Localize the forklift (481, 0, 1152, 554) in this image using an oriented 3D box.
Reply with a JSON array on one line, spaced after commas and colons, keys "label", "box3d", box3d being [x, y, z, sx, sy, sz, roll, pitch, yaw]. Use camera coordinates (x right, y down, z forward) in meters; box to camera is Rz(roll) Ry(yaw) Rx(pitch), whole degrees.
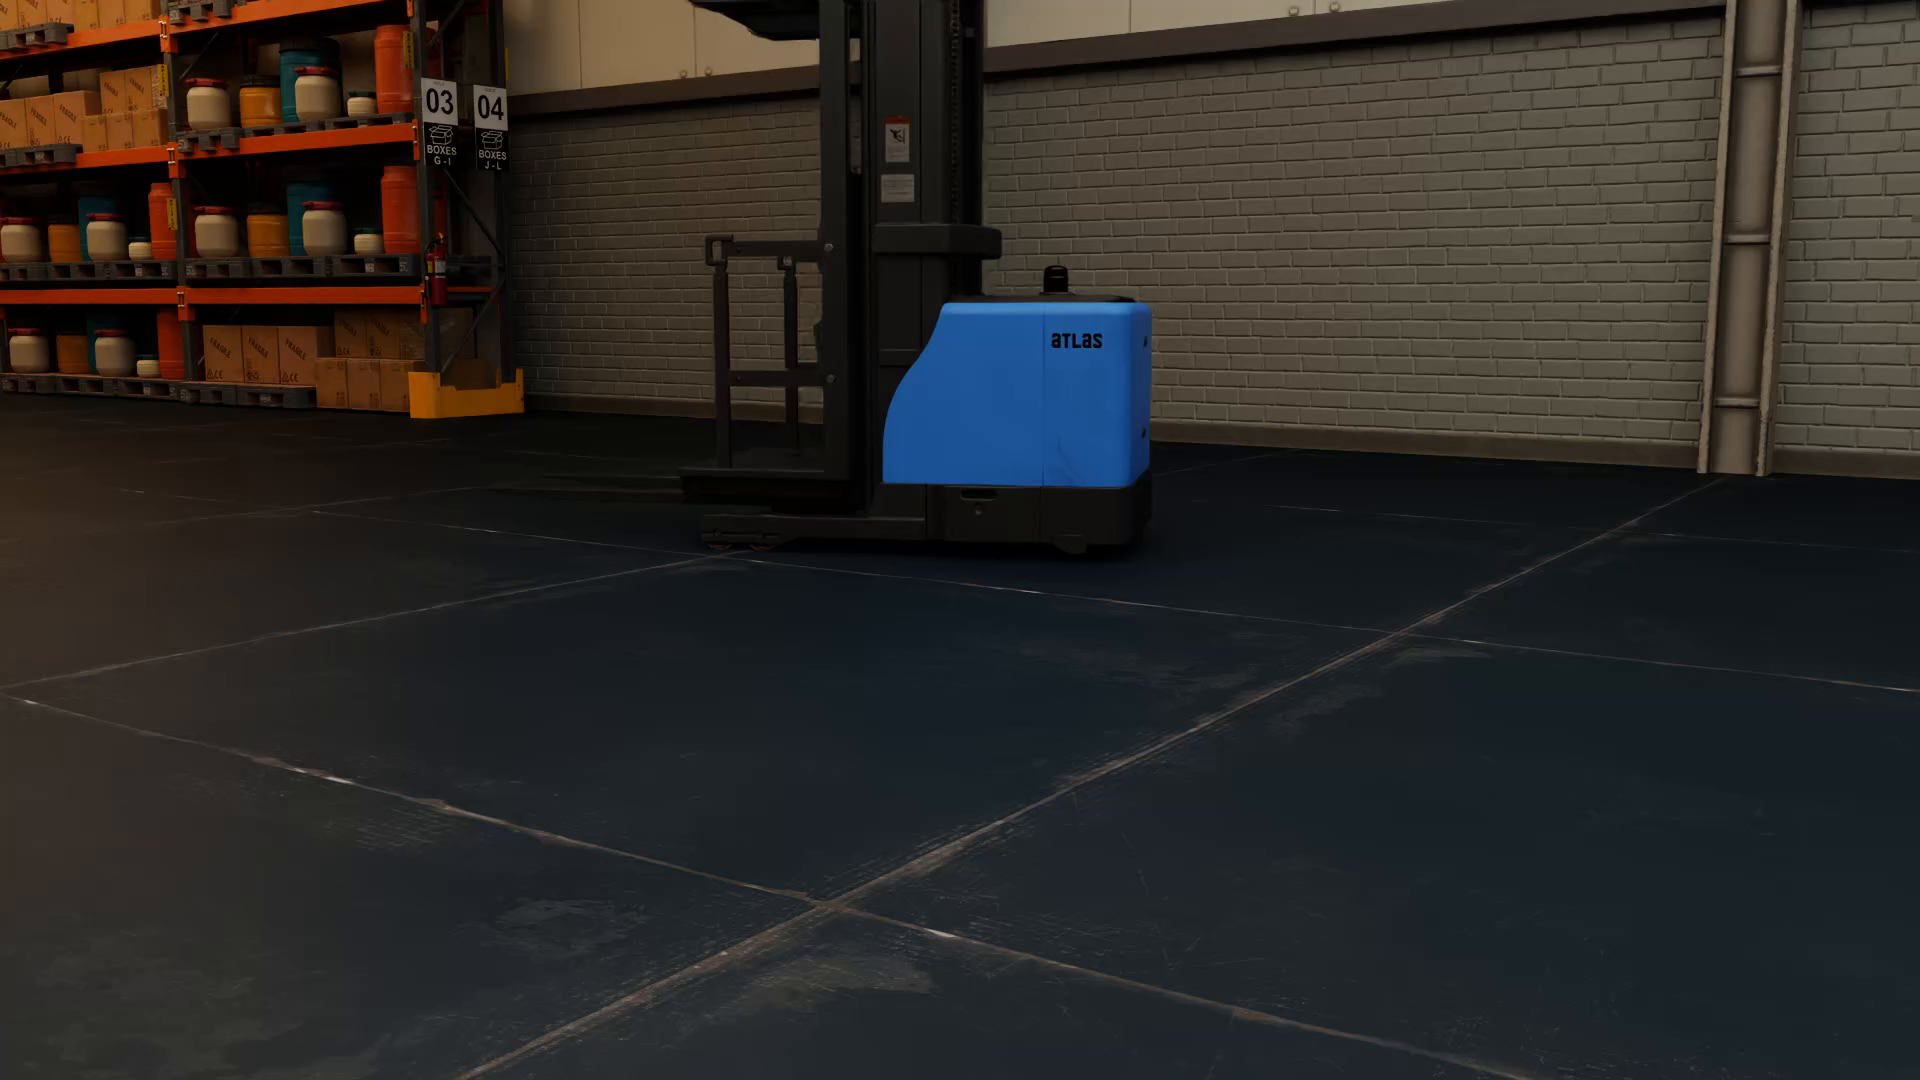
[{"label": "forklift", "box3d": [-0.669, -1.471, 7.535, 3.031, 2.935, 1.130, 2, 8, 12]}]
